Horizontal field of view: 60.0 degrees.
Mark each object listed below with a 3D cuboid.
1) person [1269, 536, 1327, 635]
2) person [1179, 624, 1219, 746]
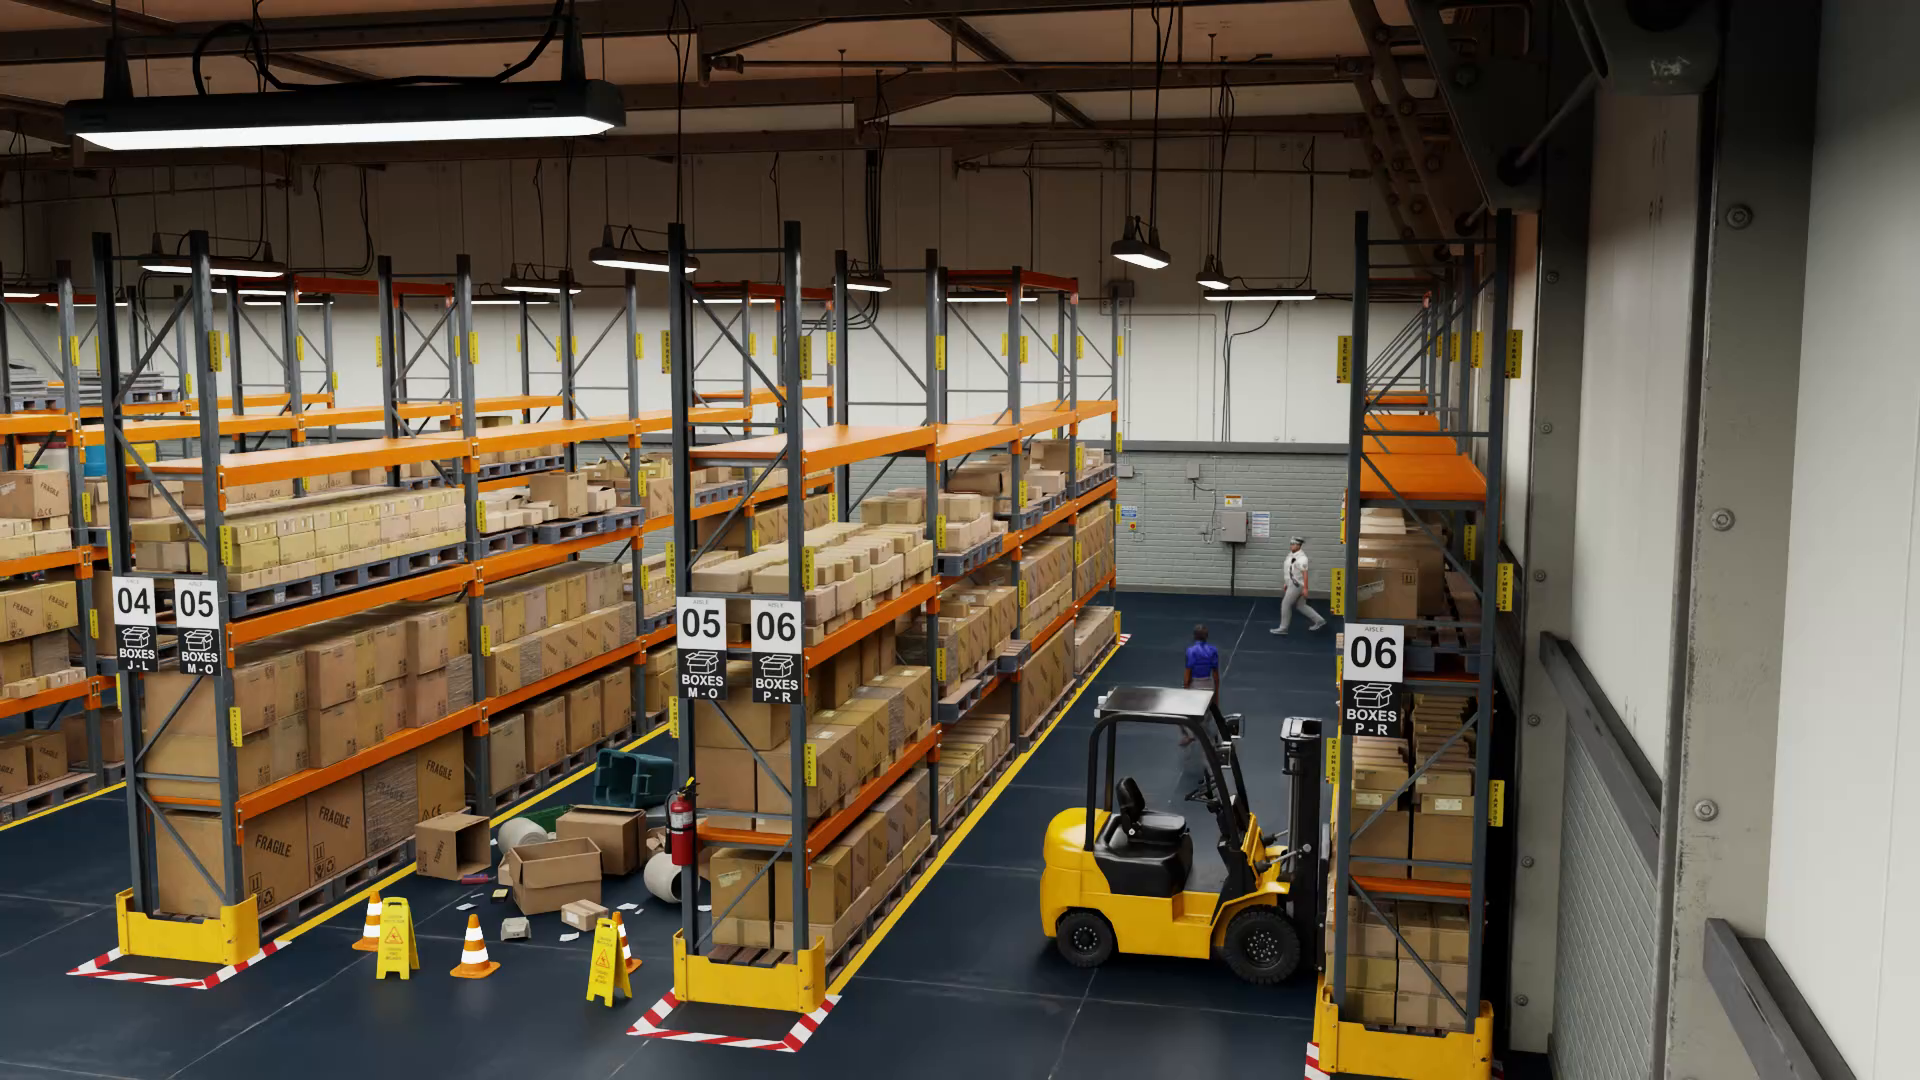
[{"bbox_3d":[5.893,0.778,28.897,0.986,1.723,0.531,1,7,8],"label":"person"},{"bbox_3d":[2.894,1.764,20.272,0.506,1.509,0.483,-2,7,-17],"label":"person"}]
